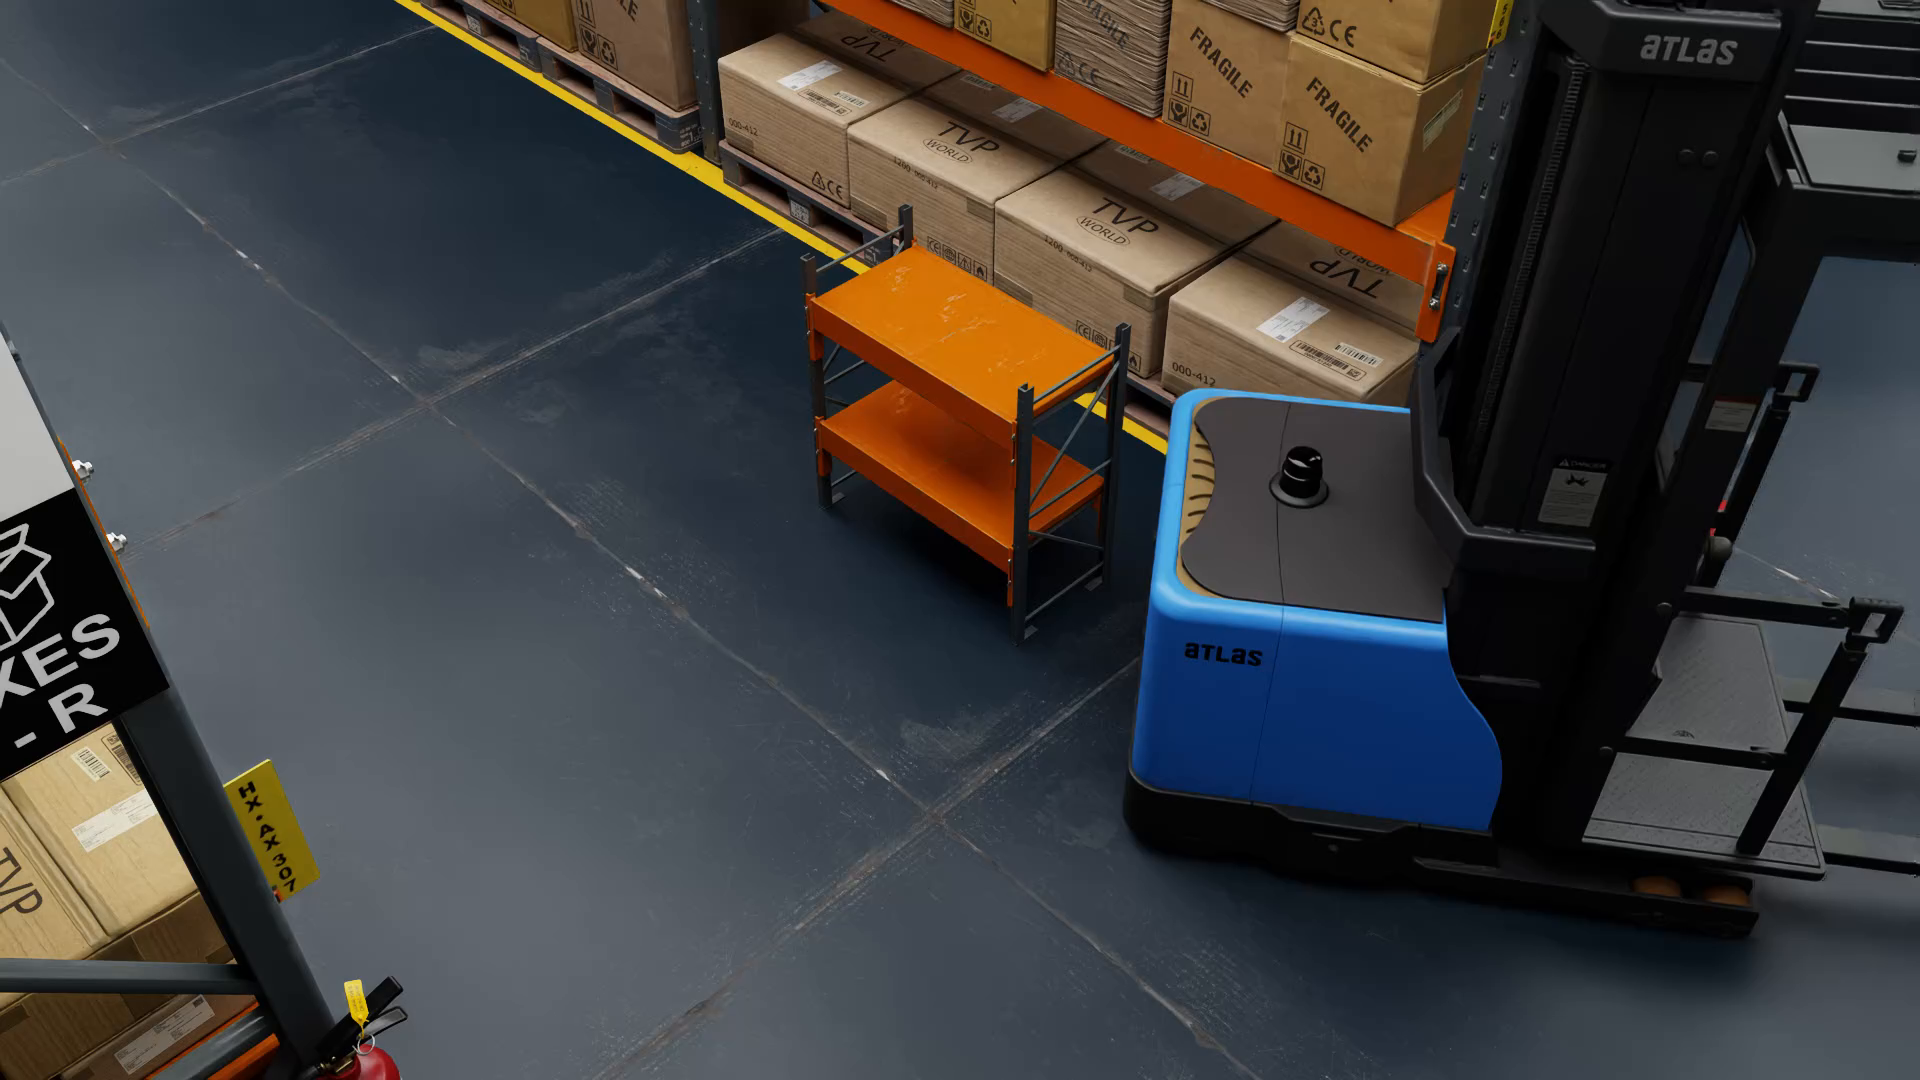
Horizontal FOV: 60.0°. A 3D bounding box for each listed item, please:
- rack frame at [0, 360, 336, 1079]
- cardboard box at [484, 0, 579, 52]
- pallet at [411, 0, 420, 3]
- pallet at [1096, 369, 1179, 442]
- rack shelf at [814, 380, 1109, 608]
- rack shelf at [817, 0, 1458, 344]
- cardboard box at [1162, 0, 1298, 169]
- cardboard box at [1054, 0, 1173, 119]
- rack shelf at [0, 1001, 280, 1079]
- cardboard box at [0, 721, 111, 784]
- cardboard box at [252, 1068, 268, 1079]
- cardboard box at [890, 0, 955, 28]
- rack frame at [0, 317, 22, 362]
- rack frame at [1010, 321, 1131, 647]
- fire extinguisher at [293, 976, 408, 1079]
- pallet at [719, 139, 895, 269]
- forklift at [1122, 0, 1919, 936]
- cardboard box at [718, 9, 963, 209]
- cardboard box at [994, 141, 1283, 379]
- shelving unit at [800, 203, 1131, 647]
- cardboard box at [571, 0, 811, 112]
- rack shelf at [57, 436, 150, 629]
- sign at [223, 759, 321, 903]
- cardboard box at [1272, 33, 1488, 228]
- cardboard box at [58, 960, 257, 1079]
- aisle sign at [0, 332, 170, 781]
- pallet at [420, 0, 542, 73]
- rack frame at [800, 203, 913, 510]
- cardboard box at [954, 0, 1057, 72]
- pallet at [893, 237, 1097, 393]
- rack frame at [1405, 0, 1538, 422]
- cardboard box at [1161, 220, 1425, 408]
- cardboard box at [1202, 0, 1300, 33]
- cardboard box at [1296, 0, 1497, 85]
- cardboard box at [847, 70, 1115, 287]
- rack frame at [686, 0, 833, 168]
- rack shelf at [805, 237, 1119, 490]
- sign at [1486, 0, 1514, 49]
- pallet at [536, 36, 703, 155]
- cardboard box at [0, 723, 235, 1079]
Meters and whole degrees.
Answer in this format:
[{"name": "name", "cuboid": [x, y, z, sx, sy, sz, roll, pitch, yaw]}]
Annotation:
[{"name": "rack frame", "cuboid": [-1.569, 1.086, 2.865, 1.000, 3.000, 0.127, -34, 53, -31]}, {"name": "cardboard box", "cuboid": [-2.020, -3.281, 8.846, 0.875, 0.875, 0.875, -33, 52, -30]}, {"name": "pallet", "cuboid": [-3.203, -3.700, 10.098, 1.003, 0.211, 1.213, -34, 53, -31]}, {"name": "pallet", "cuboid": [1.323, -0.617, 6.763, 1.003, 0.211, 1.213, -34, 53, -31]}, {"name": "rack shelf", "cuboid": [0.005, -0.230, 6.031, 0.538, 0.278, 1.000, -34, 53, -31]}, {"name": "rack shelf", "cuboid": [0.531, -1.992, 6.725, 1.077, 0.370, 4.000, -34, 53, -31]}, {"name": "cardboard box", "cuboid": [1.071, -1.685, 5.789, 0.500, 0.500, 0.500, 33, 52, 31]}, {"name": "cardboard box", "cuboid": [0.701, -1.927, 6.052, 0.500, 0.500, 0.500, -33, 52, -30]}, {"name": "rack shelf", "cuboid": [-2.981, 0.389, 4.149, 1.077, 0.370, 4.000, -34, 53, -31]}, {"name": "cardboard box", "cuboid": [-2.054, 0.442, 3.452, 0.500, 0.250, 0.500, -34, 52, -31]}, {"name": "cardboard box", "cuboid": [-1.933, 1.509, 3.937, 0.637, 0.503, 0.797, 32, 52, 30]}, {"name": "cardboard box", "cuboid": [-0.037, -2.417, 6.582, 0.500, 0.500, 0.500, -34, 52, -31]}, {"name": "rack frame", "cuboid": [-1.569, -1.117, 0.829, 1.000, 3.000, 0.127, -34, 53, -31]}, {"name": "rack frame", "cuboid": [0.364, -0.166, 5.600, 0.500, 1.125, 0.032, -34, 53, -31]}, {"name": "fire extinguisher", "cuboid": [-1.137, 1.100, 3.181, 0.296, 0.674, 0.183, -34, 53, -31]}, {"name": "pallet", "cuboid": [-0.400, -1.790, 8.031, 1.003, 0.211, 1.213, -34, 53, -31]}, {"name": "forklift", "cuboid": [2.074, -0.285, 4.398, 3.031, 2.935, 1.130, 7, 43, 7]}, {"name": "cardboard box", "cuboid": [-0.514, -2.077, 7.866, 0.875, 0.438, 0.875, 33, 52, 31]}, {"name": "cardboard box", "cuboid": [0.754, -1.213, 6.931, 0.875, 0.438, 0.875, -33, 52, -30]}, {"name": "shelving unit", "cuboid": [0.005, -0.410, 5.865, 0.538, 1.125, 1.048, -34, 53, -31]}, {"name": "cardboard box", "cuboid": [-1.376, -2.850, 8.381, 0.875, 0.875, 0.875, -32, 52, -30]}, {"name": "rack shelf", "cuboid": [-2.981, -0.713, 3.131, 1.077, 0.370, 4.000, -34, 53, -31]}, {"name": "sign", "cuboid": [-1.185, 0.508, 2.852, 0.100, 0.325, 0.005, -34, 53, -31]}, {"name": "cardboard box", "cuboid": [1.415, -1.437, 5.521, 0.500, 0.500, 0.500, -34, 52, -31]}, {"name": "cardboard box", "cuboid": [-1.606, 0.889, 3.263, 0.250, 0.149, 0.380, 34, 52, 31]}, {"name": "aisle sign", "cuboid": [-1.312, 0.023, 2.099, 0.394, 0.787, 0.004, -34, 53, -31]}, {"name": "pallet", "cuboid": [-2.346, -3.114, 9.464, 1.003, 0.211, 1.213, -34, 53, -31]}, {"name": "rack frame", "cuboid": [-0.354, -0.654, 6.129, 0.500, 1.125, 0.032, -34, 53, -31]}, {"name": "cardboard box", "cuboid": [0.327, -2.169, 6.314, 0.500, 0.500, 0.500, -33, 52, -30]}, {"name": "pallet", "cuboid": [0.466, -1.204, 7.397, 1.003, 0.211, 1.213, -34, 53, -31]}, {"name": "rack frame", "cuboid": [1.943, -1.295, 5.441, 1.000, 3.000, 0.127, -34, 53, -31]}, {"name": "cardboard box", "cuboid": [1.406, -0.777, 6.459, 0.875, 0.438, 0.875, 32, 52, 30]}, {"name": "cardboard box", "cuboid": [1.044, -2.053, 5.452, 0.500, 0.500, 0.500, -34, 52, -31]}, {"name": "cardboard box", "cuboid": [1.434, -1.816, 5.195, 0.500, 0.500, 0.500, -32, 52, -30]}, {"name": "cardboard box", "cuboid": [0.118, -1.647, 7.401, 0.875, 0.438, 0.875, 33, 52, 30]}, {"name": "rack frame", "cuboid": [-0.882, -3.217, 7.521, 1.000, 3.000, 0.127, -34, 53, -31]}, {"name": "rack shelf", "cuboid": [0.005, -0.625, 5.666, 0.538, 0.278, 1.000, -34, 53, -31]}, {"name": "sign", "cuboid": [1.549, -1.554, 4.694, 0.100, 0.325, 0.005, -34, 53, -31]}, {"name": "pallet", "cuboid": [-1.480, -2.527, 8.830, 1.003, 0.211, 1.213, -34, 53, -31]}, {"name": "cardboard box", "cuboid": [-1.698, 0.685, 3.190, 0.500, 0.250, 0.500, -34, 52, -31]}]
